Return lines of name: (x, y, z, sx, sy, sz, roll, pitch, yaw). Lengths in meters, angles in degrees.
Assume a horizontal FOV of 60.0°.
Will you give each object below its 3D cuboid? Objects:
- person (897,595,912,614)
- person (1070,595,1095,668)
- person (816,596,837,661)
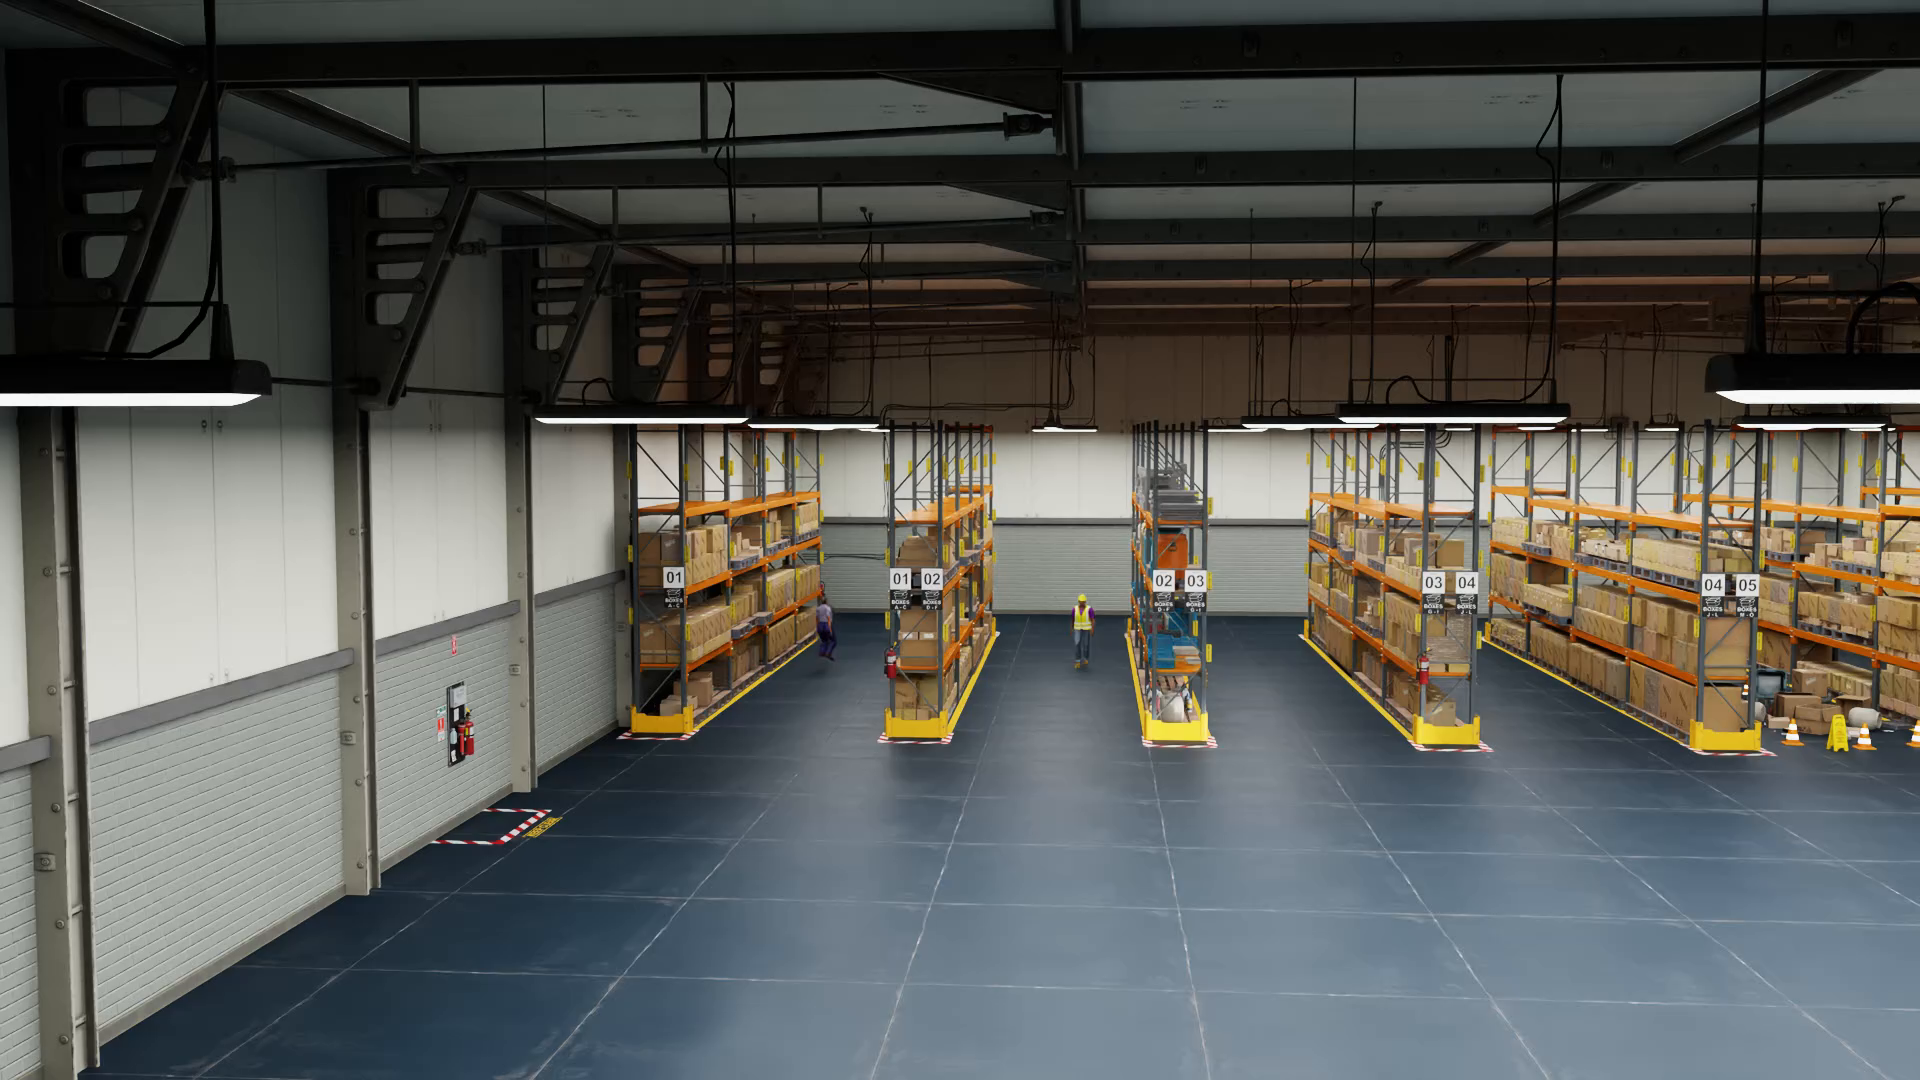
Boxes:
person: (-1.406, 1.806, 44.884, 0.571, 1.598, 1.076, 0, 4, 8)
person: (3.026, 2.247, 41.121, 0.642, 1.791, 0.641, 1, 4, 16)
person: (-3.303, 2.165, 40.716, 0.537, 1.574, 0.466, 1, 4, 21)
